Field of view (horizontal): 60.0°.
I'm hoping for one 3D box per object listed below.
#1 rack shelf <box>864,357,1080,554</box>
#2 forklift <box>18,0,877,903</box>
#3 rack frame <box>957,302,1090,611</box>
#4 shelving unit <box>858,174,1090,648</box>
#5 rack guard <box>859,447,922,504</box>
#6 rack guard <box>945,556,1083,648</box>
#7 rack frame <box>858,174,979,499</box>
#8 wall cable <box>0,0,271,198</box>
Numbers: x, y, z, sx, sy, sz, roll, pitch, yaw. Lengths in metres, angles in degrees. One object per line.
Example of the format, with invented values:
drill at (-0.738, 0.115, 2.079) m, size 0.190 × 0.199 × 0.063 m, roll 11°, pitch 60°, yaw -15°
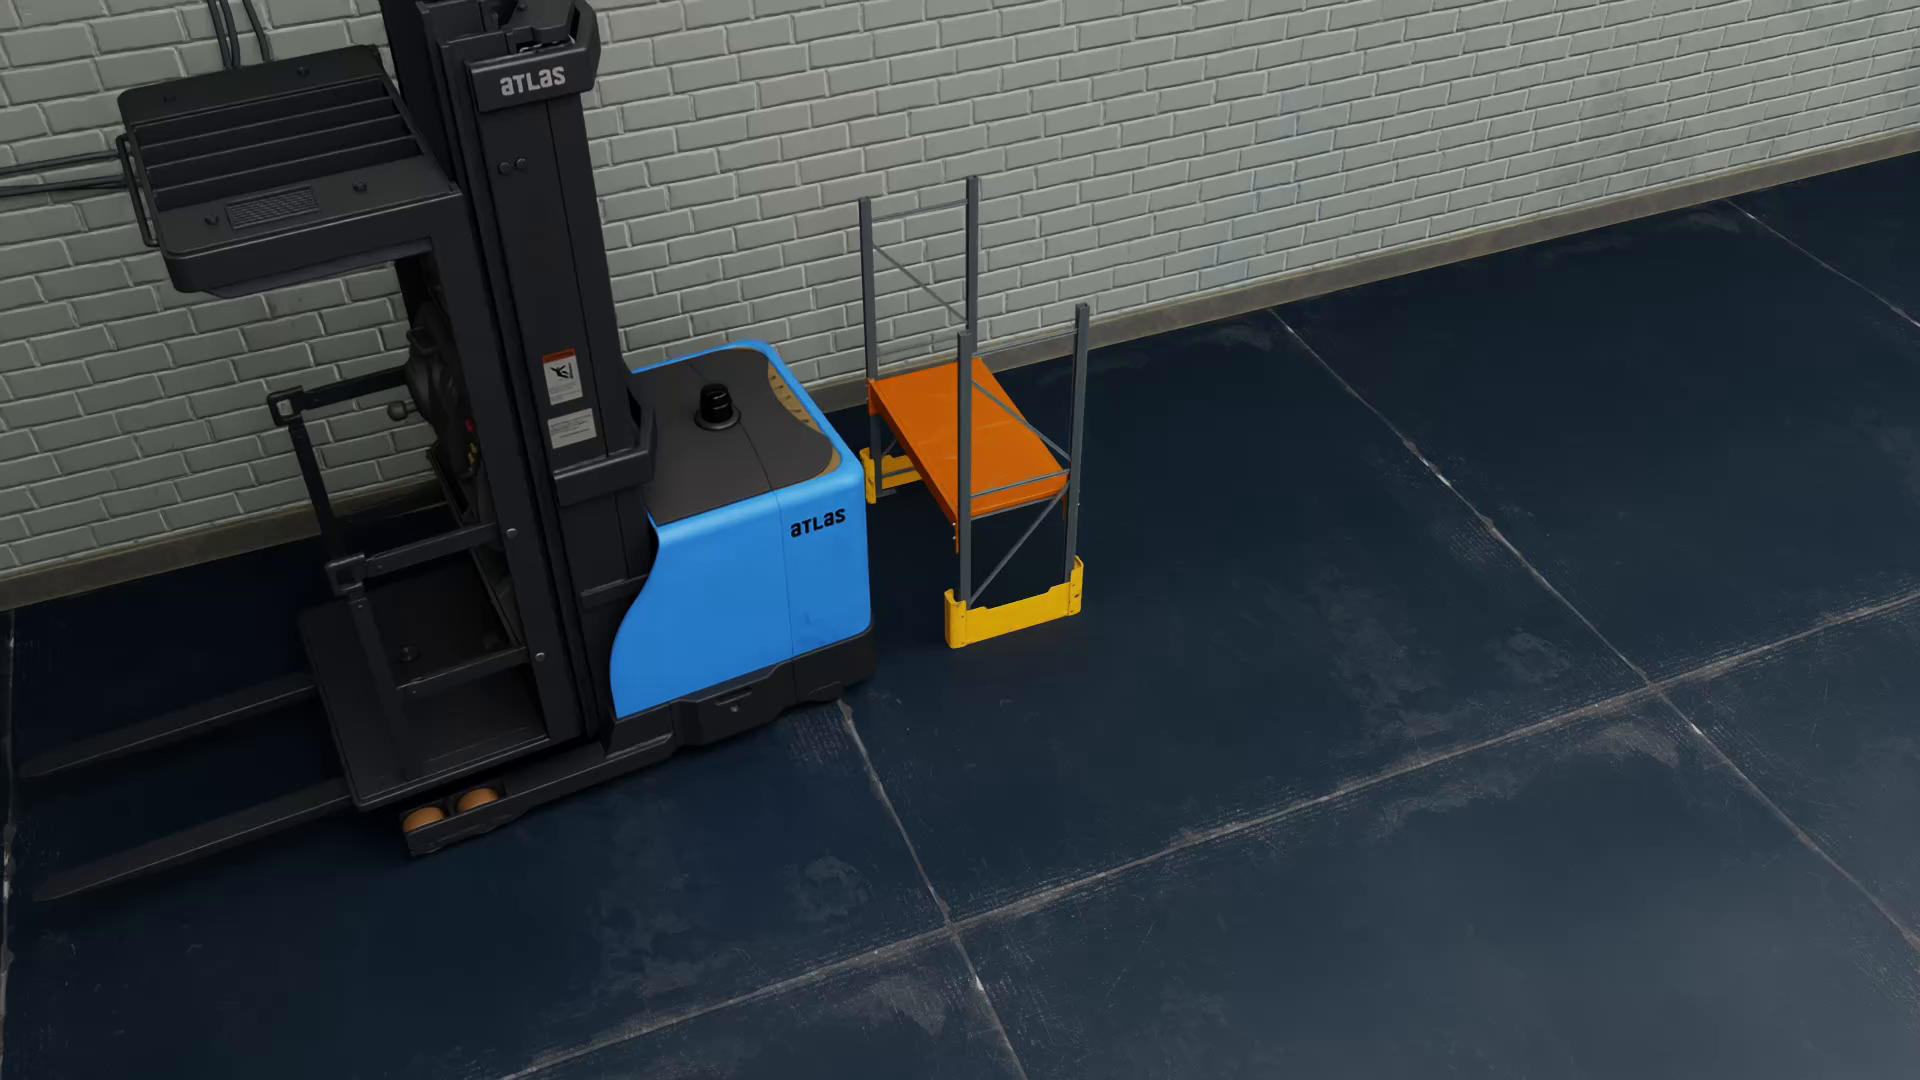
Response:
rack shelf at (0.033, -0.381, 6.818) m, size 0.538 × 0.185 × 1.000 m, roll -15°, pitch 43°, yaw -17°
forklift at (-1.878, -0.388, 5.453) m, size 3.031 × 2.935 × 1.130 m, roll -19°, pitch 44°, yaw -20°
rack frame at (0.227, -0.211, 6.345) m, size 0.500 × 1.500 × 0.032 m, roll -15°, pitch 43°, yaw -17°
shelving unit at (0.029, -0.523, 6.708) m, size 0.587 × 1.500 × 1.083 m, roll -15°, pitch 43°, yaw -17°
rack guard at (-0.161, -0.349, 7.464) m, size 0.587 × 0.250 × 0.087 m, roll -15°, pitch 43°, yaw -17°
rack guard at (0.220, 0.251, 6.766) m, size 0.587 × 0.250 × 0.087 m, roll -15°, pitch 43°, yaw -17°
rack frame at (-0.162, -0.823, 7.057) m, size 0.500 × 1.500 × 0.032 m, roll -15°, pitch 43°, yaw -17°
wall cable at (-3.900, -1.949, 4.997) m, size 3.097 × 2.526 × 0.112 m, roll -15°, pitch 43°, yaw -17°
